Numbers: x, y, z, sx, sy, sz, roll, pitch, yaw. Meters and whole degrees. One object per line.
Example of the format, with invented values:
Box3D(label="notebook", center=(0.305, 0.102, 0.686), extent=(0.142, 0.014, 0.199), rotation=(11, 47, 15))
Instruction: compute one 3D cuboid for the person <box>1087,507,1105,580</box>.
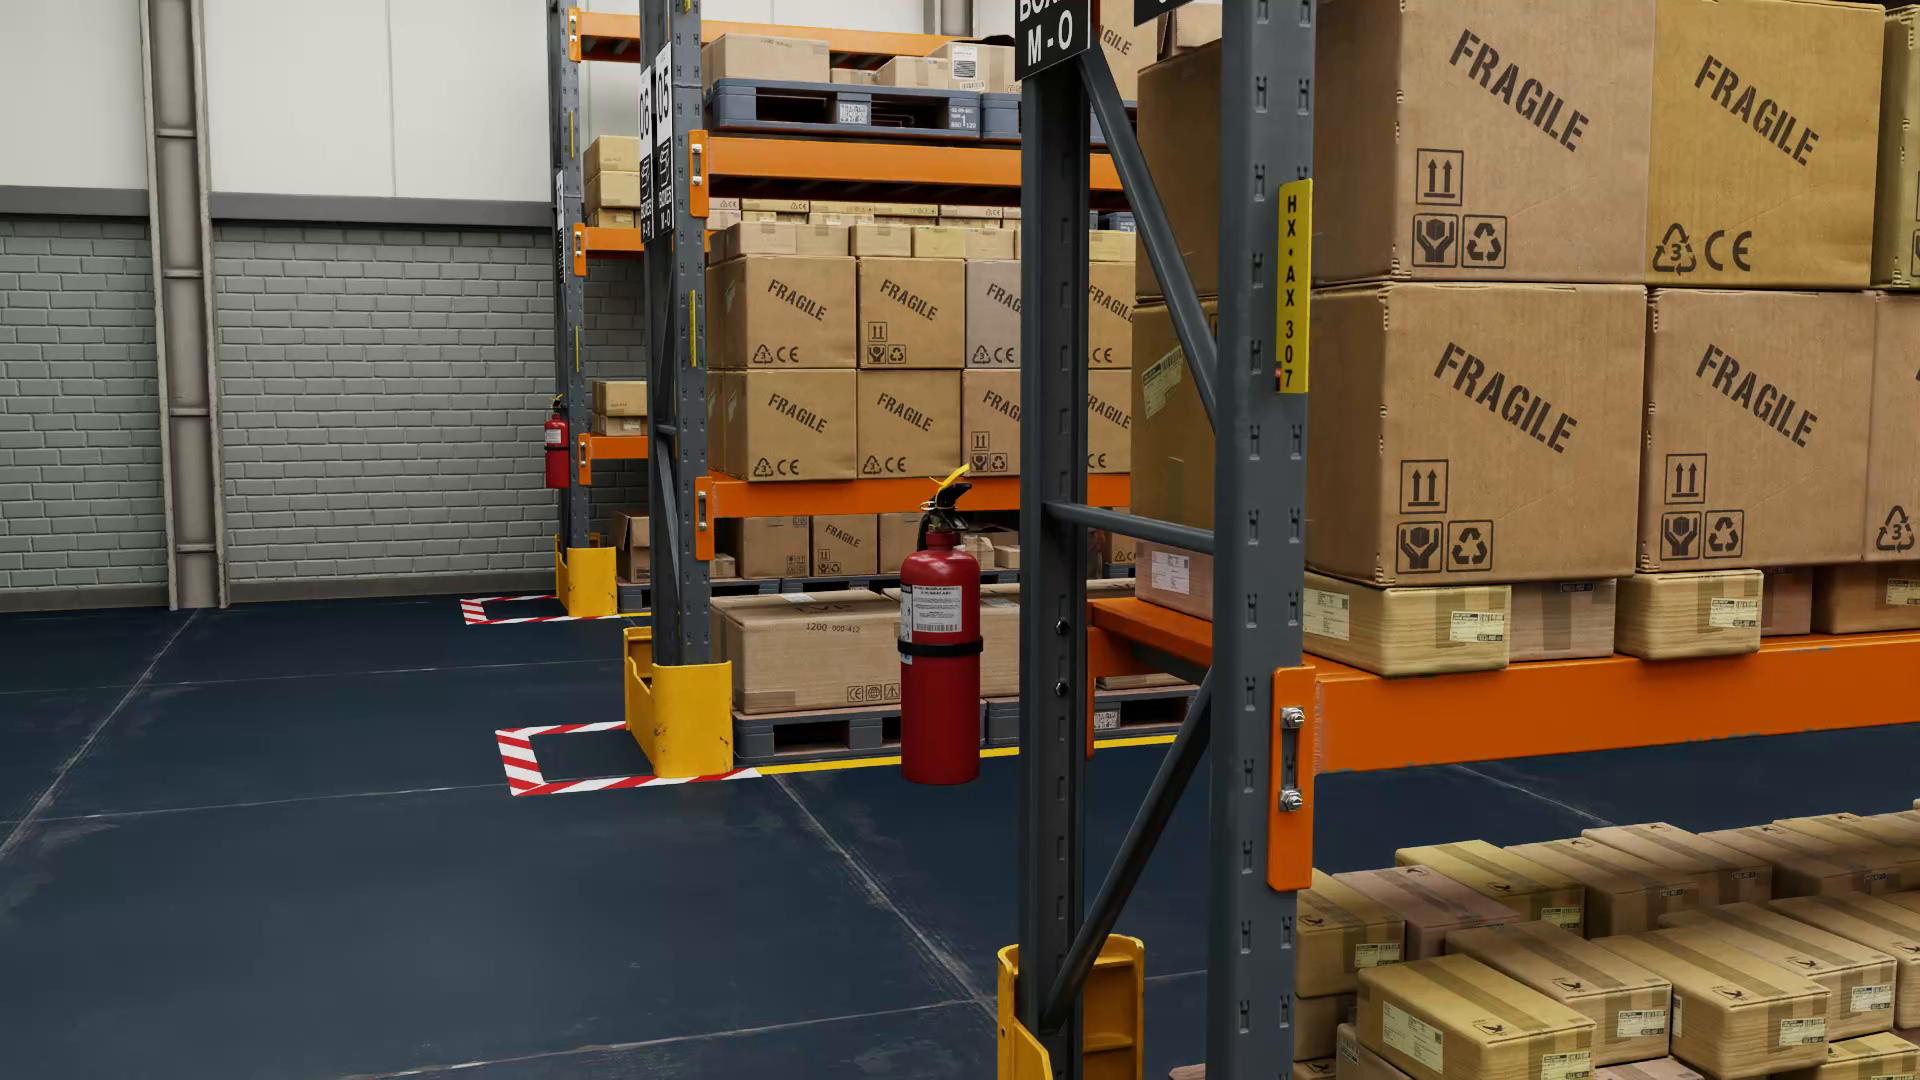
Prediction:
Box3D(label="person", center=(0.749, -0.043, 10.181), extent=(0.349, 1.593, 0.466), rotation=(-2, 6, -18))
